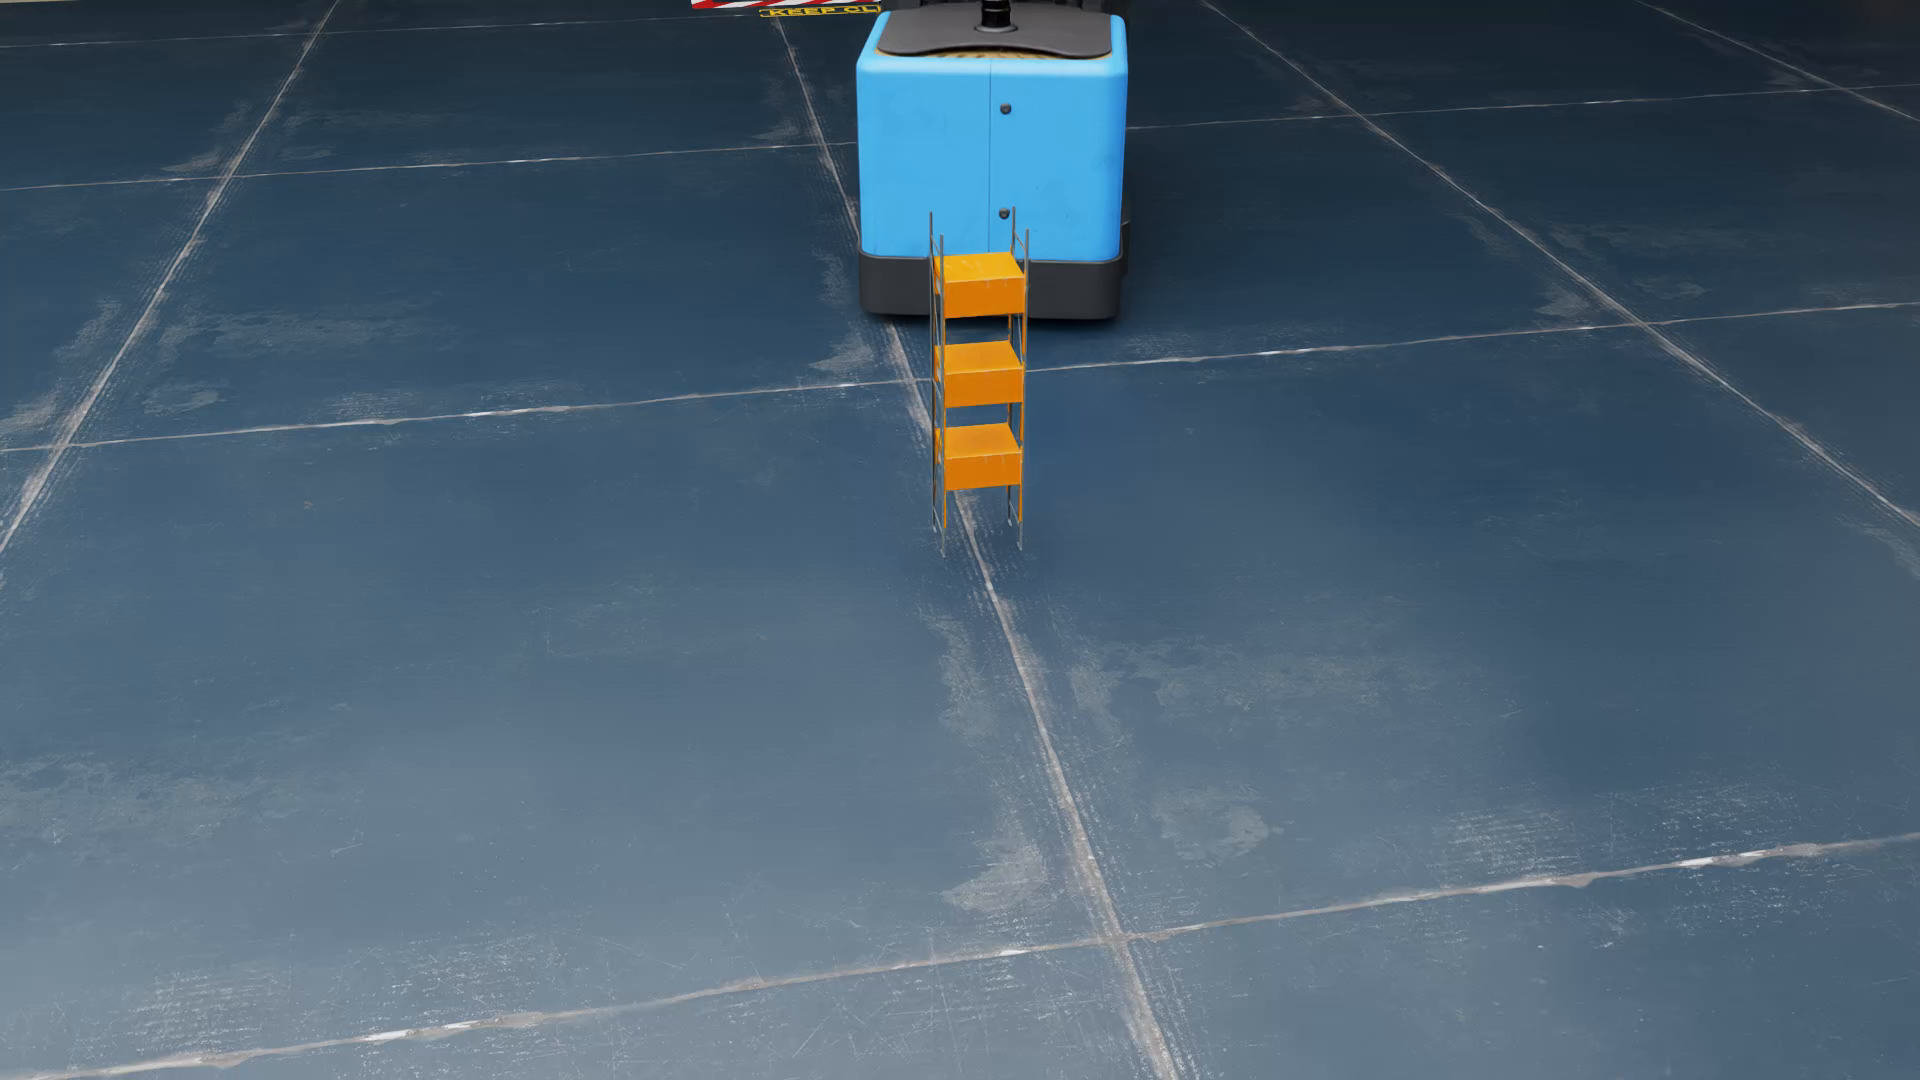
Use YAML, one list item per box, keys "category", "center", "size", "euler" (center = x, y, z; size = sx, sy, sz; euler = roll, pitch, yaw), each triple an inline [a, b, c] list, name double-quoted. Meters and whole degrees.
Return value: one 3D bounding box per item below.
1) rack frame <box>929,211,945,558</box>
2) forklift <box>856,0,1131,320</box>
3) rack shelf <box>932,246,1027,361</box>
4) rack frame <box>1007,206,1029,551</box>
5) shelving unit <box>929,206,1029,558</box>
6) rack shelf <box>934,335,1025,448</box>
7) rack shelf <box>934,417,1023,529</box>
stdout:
- category: "rack frame"
  center: [-0.067, -0.446, 4.973]
  size: [0.008, 1.050, 0.200]
  euler: [-5, 31, -9]
- category: "forklift"
  center: [0.215, -2.855, 7.214]
  size: [1.130, 2.935, 3.031]
  euler: [2, 31, 3]
- category: "rack shelf"
  center: [0.053, -0.693, 4.854]
  size: [0.240, 0.259, 0.215]
  euler: [-5, 31, -9]
- category: "rack frame"
  center: [0.173, -0.469, 5.011]
  size: [0.008, 1.050, 0.200]
  euler: [-5, 31, -9]
- category: "shelving unit"
  center: [0.053, -0.457, 4.992]
  size: [0.252, 1.050, 0.215]
  euler: [-5, 31, -9]
- category: "rack shelf"
  center: [0.053, -0.448, 4.998]
  size: [0.240, 0.259, 0.215]
  euler: [-5, 31, -9]
- category: "rack shelf"
  center: [0.053, -0.209, 5.138]
  size: [0.240, 0.259, 0.215]
  euler: [-5, 31, -9]
